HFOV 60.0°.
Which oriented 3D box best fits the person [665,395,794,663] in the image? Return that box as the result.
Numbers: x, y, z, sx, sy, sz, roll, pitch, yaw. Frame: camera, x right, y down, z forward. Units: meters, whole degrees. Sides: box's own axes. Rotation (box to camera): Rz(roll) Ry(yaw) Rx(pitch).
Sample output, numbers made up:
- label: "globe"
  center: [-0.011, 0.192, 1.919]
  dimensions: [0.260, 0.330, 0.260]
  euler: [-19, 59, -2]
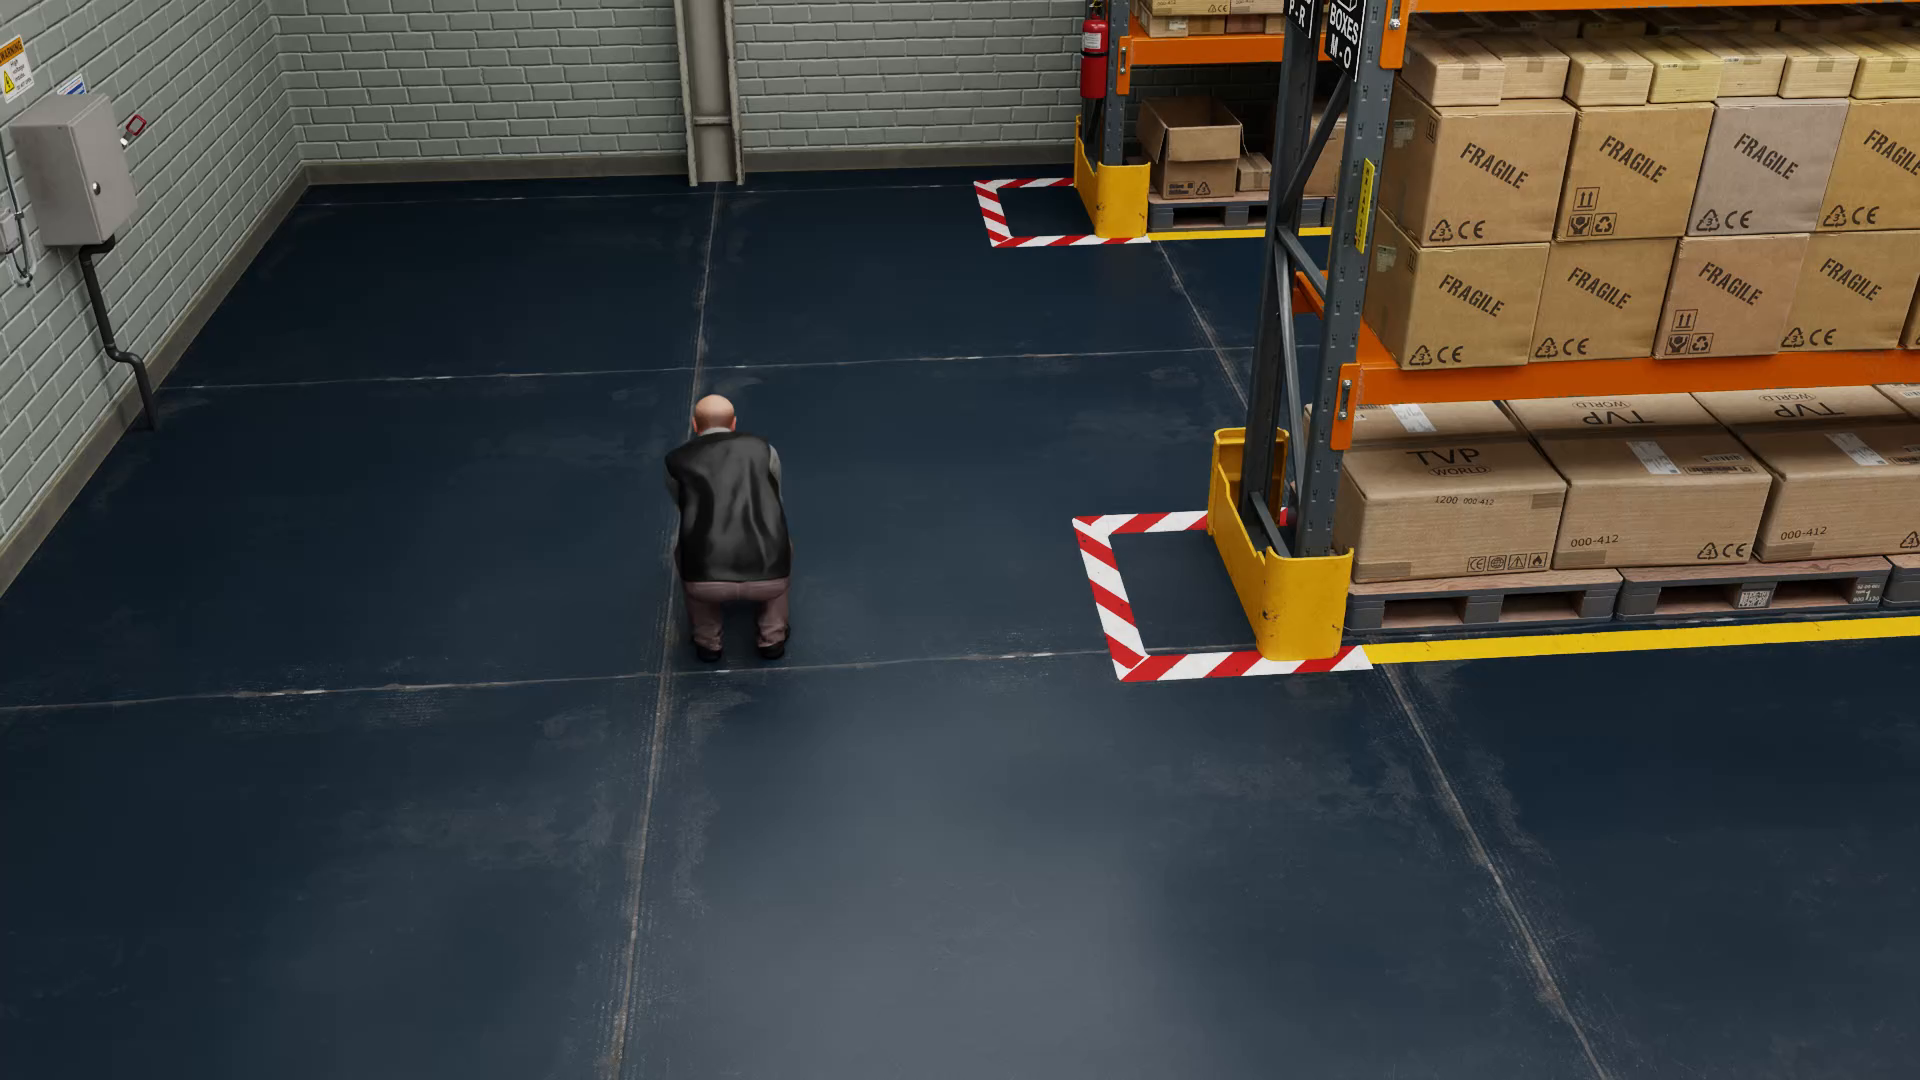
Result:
- label: "person"
  center: [-0.960, -0.040, 6.973]
  dimensions: [0.517, 0.966, 0.889]
  euler: [-3, 31, -6]
